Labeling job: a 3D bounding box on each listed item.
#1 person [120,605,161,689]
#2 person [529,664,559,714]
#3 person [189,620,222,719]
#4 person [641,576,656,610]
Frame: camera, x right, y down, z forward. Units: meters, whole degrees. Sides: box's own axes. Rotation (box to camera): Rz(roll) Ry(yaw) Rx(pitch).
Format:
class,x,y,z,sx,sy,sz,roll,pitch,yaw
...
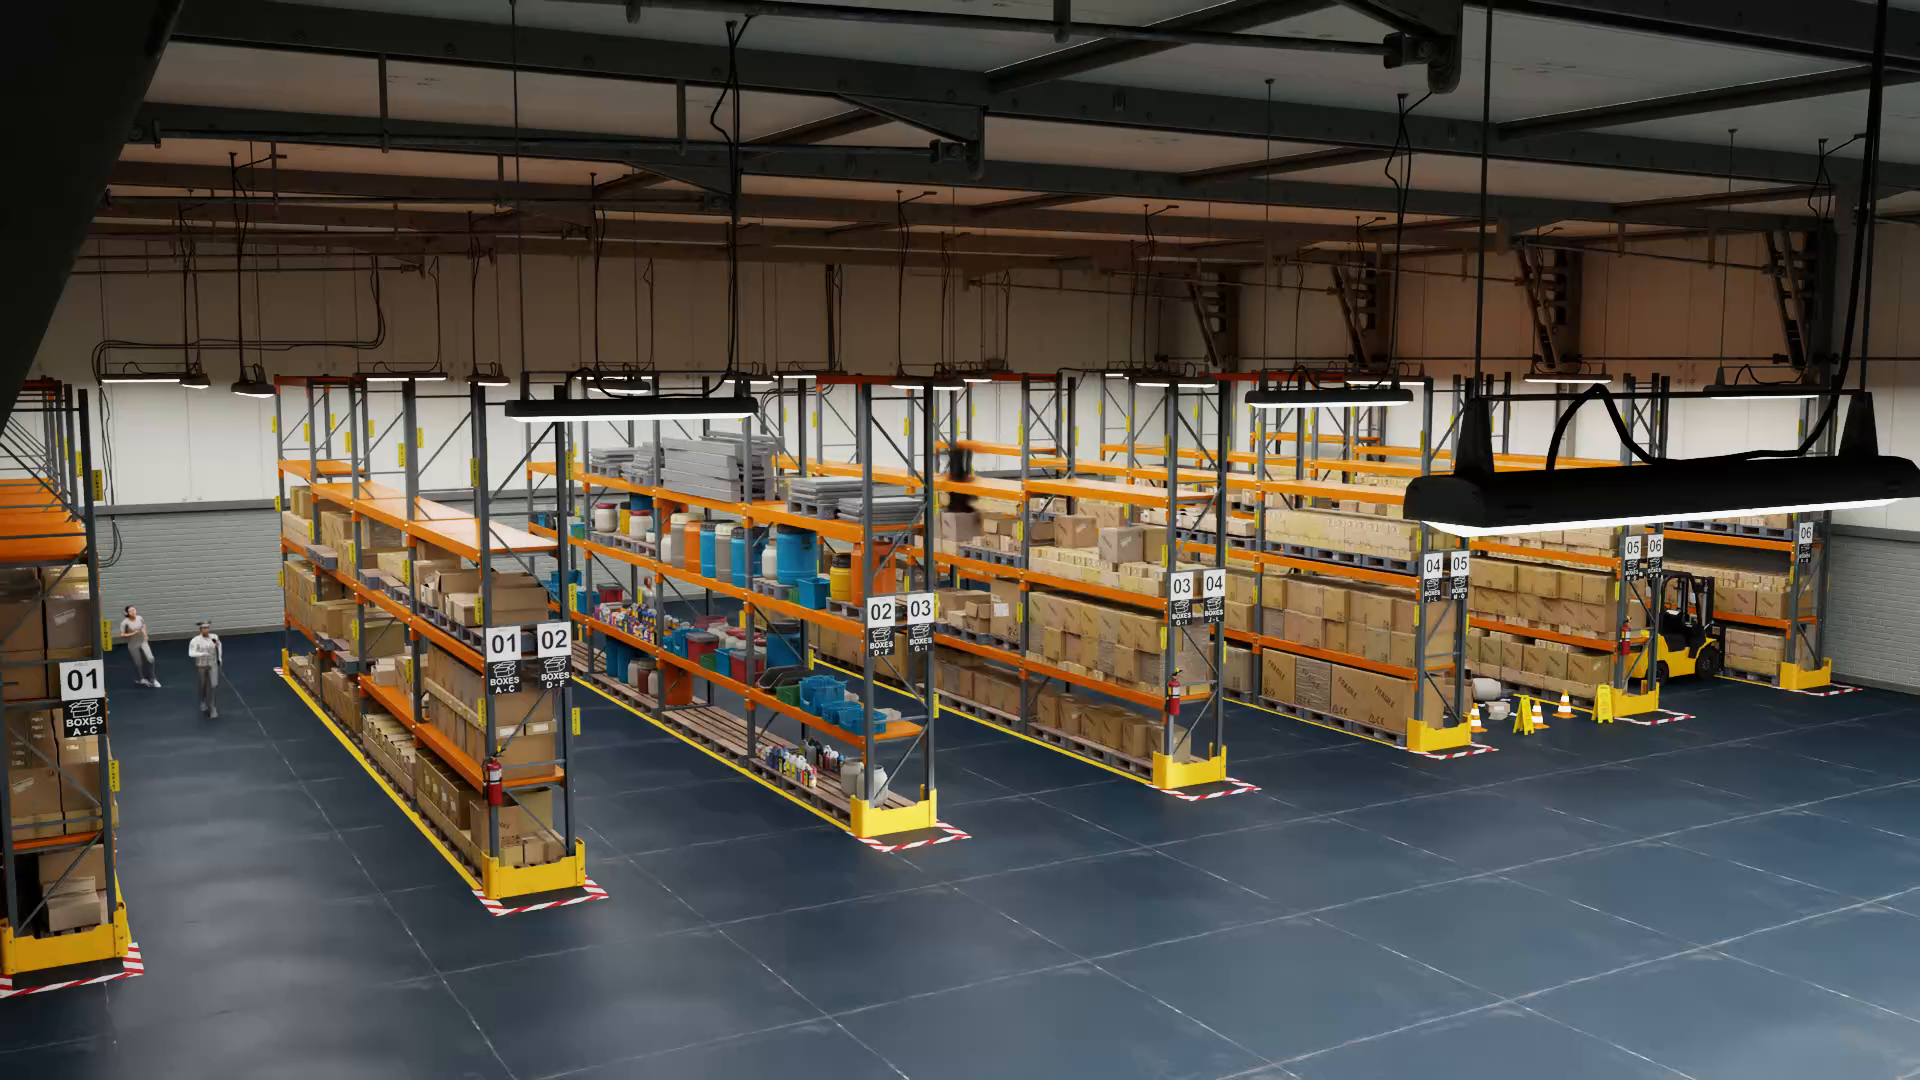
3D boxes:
class,x,y,z,sx,sy,sz,roll,pitch,yaw
person,-15.787,2.032,31.842,0.719,1.639,0.628,6,8,42
person,-6.901,2.532,27.334,0.901,1.626,0.717,4,8,34
person,-13.361,2.265,29.474,0.559,1.735,0.846,-4,7,-30
person,-6.756,1.574,36.077,0.537,1.585,0.887,-5,8,-38
